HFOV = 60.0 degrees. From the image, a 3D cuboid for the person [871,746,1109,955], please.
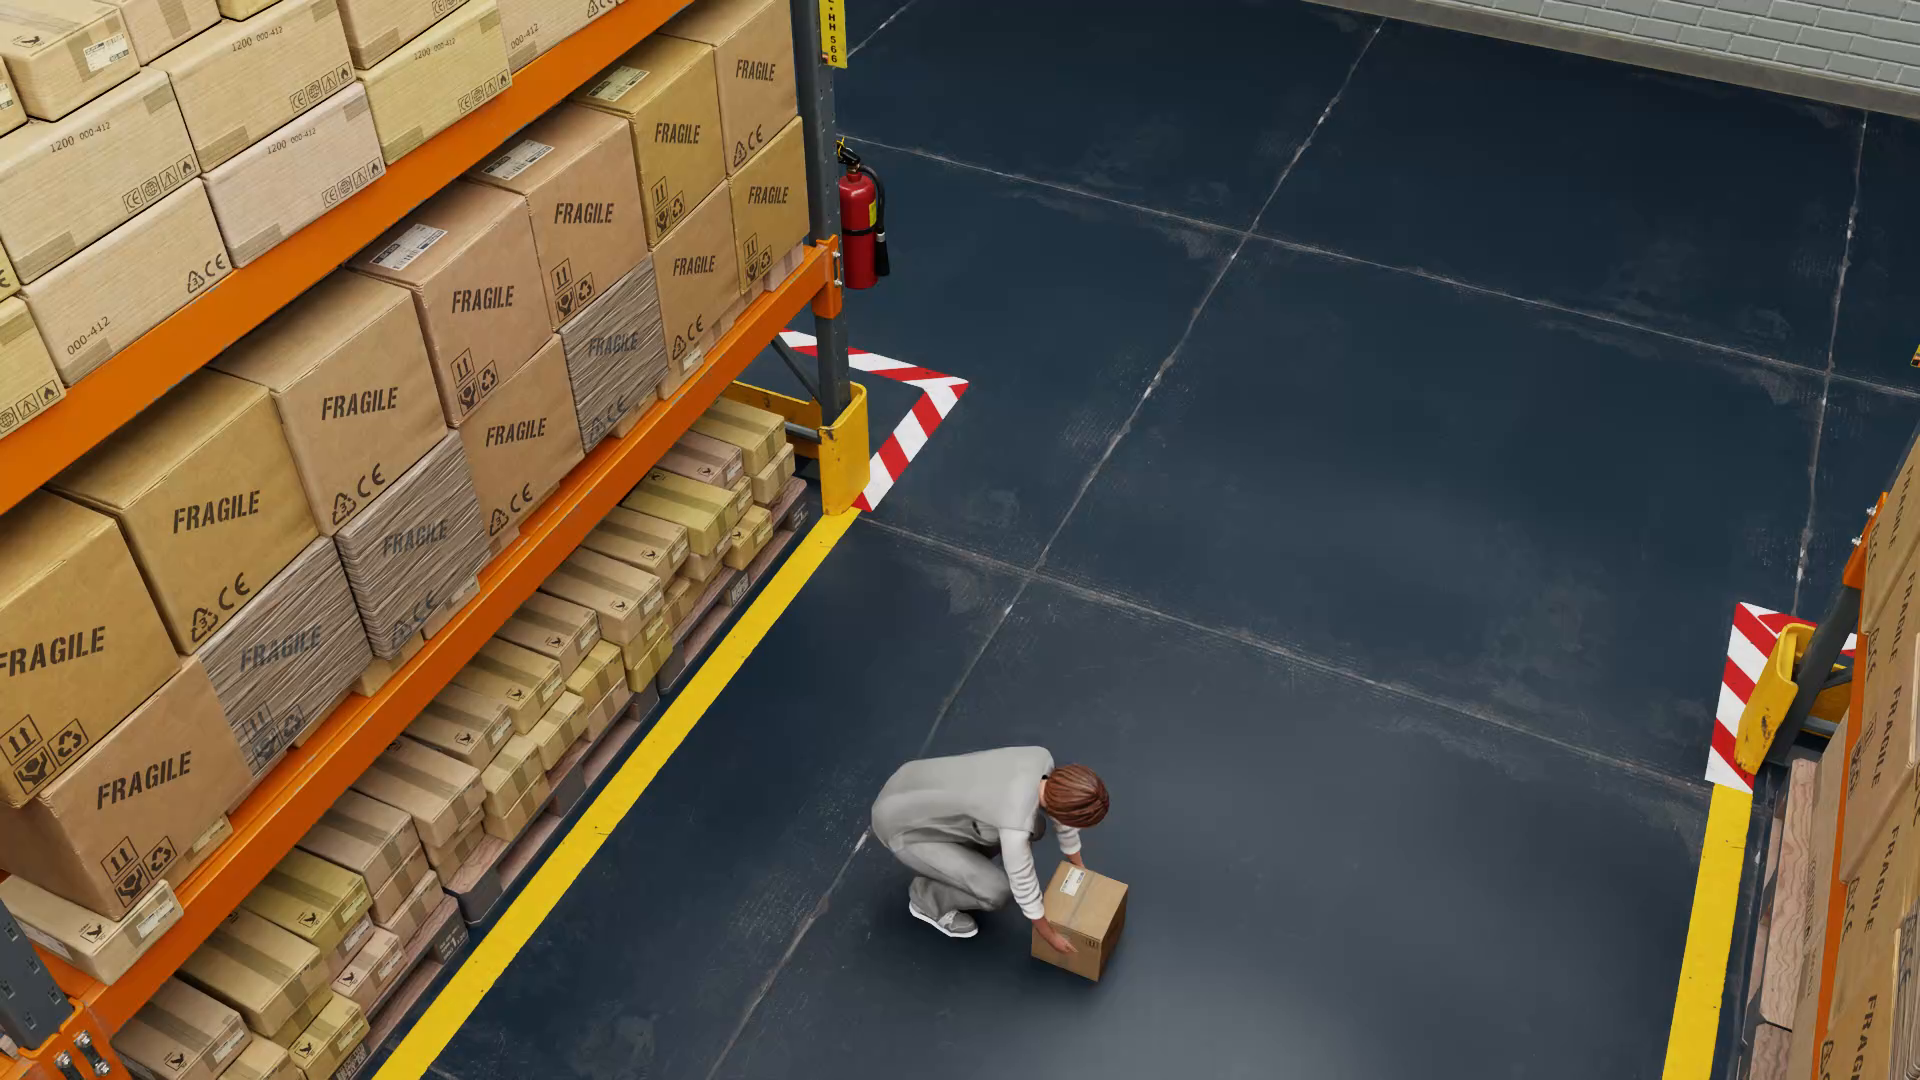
[{"bbox_3d":[0.096,1.000,5.657,0.803,0.820,0.443,18,45,18],"label":"person"}]
